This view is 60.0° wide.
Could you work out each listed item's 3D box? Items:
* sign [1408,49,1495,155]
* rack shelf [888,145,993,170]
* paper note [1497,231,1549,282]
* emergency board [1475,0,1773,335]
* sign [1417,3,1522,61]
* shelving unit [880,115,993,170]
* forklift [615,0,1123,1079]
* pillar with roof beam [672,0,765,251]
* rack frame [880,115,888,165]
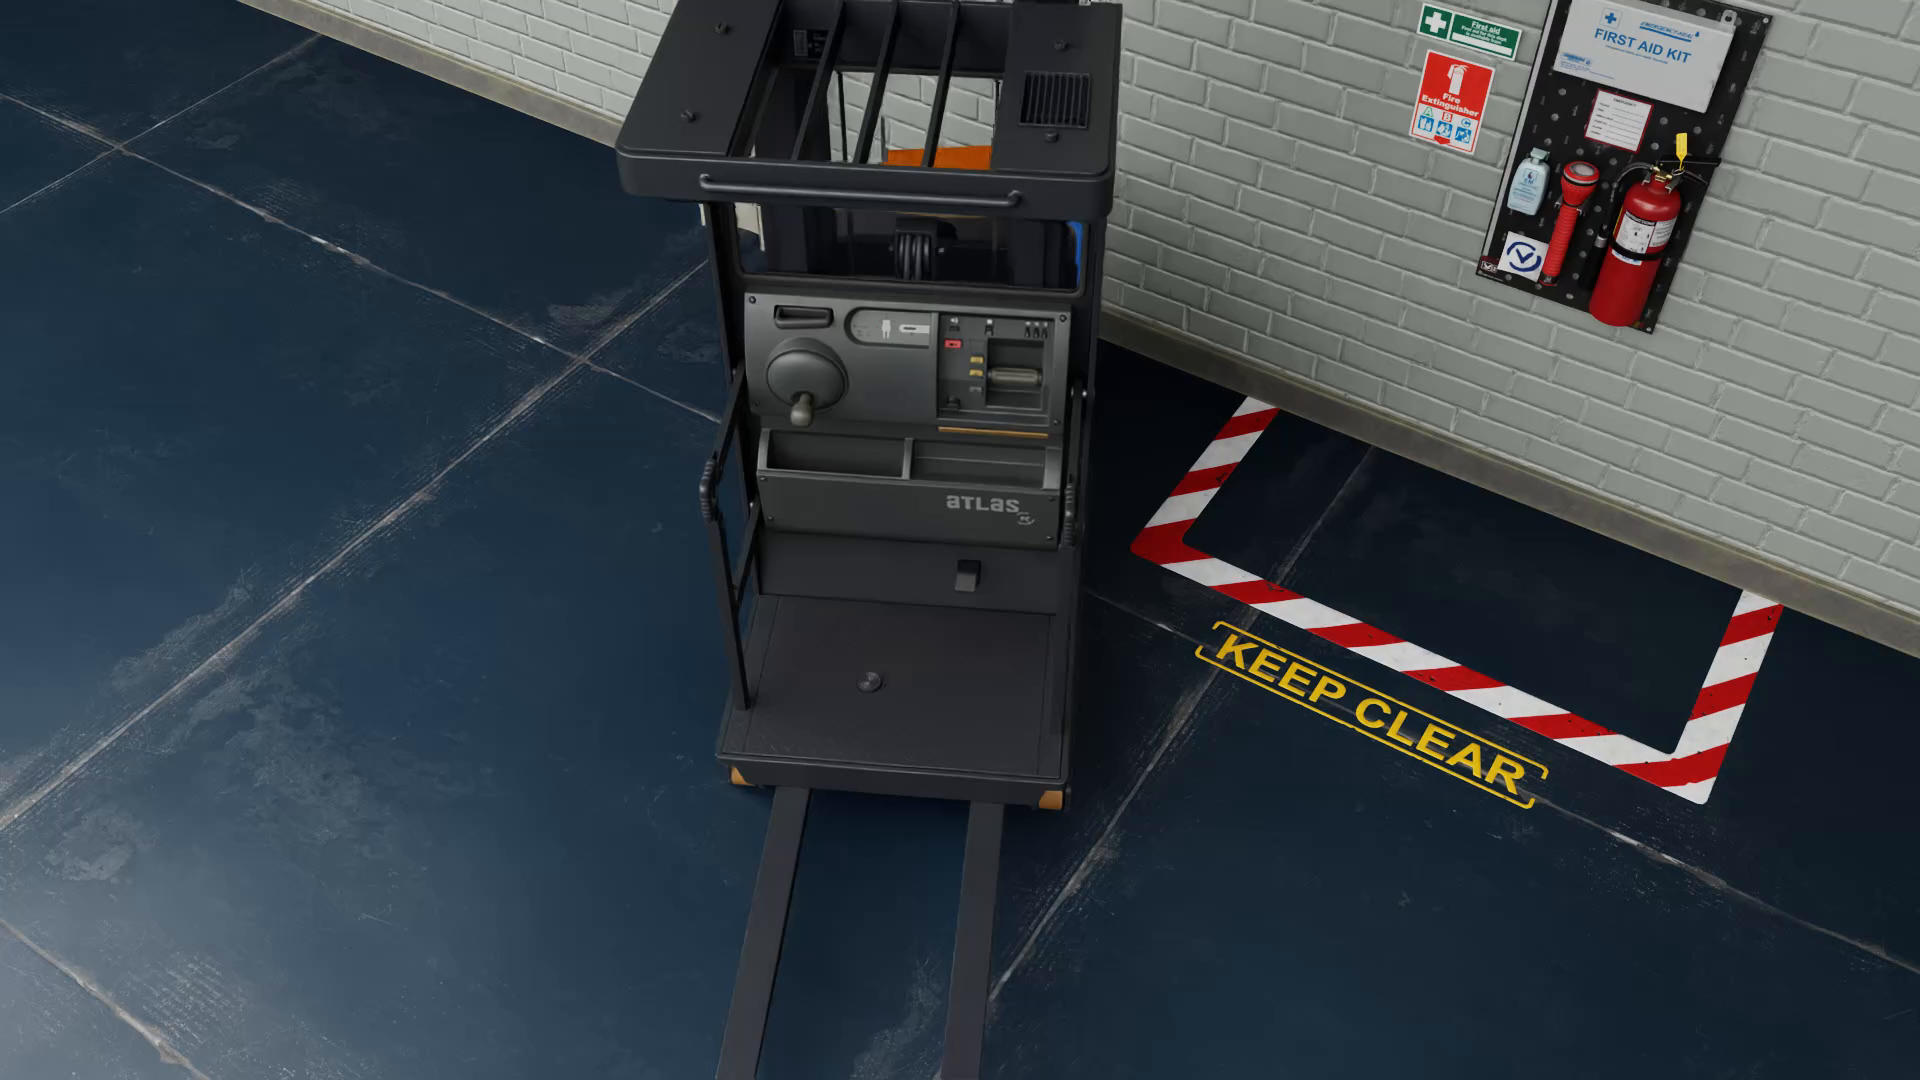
[{"bbox_3d":[1.638,-1.460,5.552,0.234,0.329,0.001,25,51,22],"label":"sign"},{"bbox_3d":[-0.031,-1.337,6.155,0.480,0.148,0.258,-3,43,-3],"label":"rack shelf"},{"bbox_3d":[1.936,-0.974,5.719,0.142,0.148,0.016,25,51,22],"label":"paper note"},{"bbox_3d":[2.048,-1.171,5.296,0.643,1.169,0.194,25,51,22],"label":"emergency board"},{"bbox_3d":[1.637,-1.637,5.355,0.331,0.109,0.001,25,51,22],"label":"sign"},{"bbox_3d":[-0.029,-1.047,6.421,0.503,1.200,0.258,-3,43,-3],"label":"shelving unit"},{"bbox_3d":[-0.171,-0.409,4.604,1.130,2.935,3.031,4,46,4],"label":"forklift"},{"bbox_3d":[-3.267,-2.006,1.924,0.400,9.000,9.100,25,51,22],"label":"pillar with roof beam"},{"bbox_3d":[-0.272,-1.034,6.407,0.015,1.200,0.240,-3,43,-3],"label":"rack frame"}]
